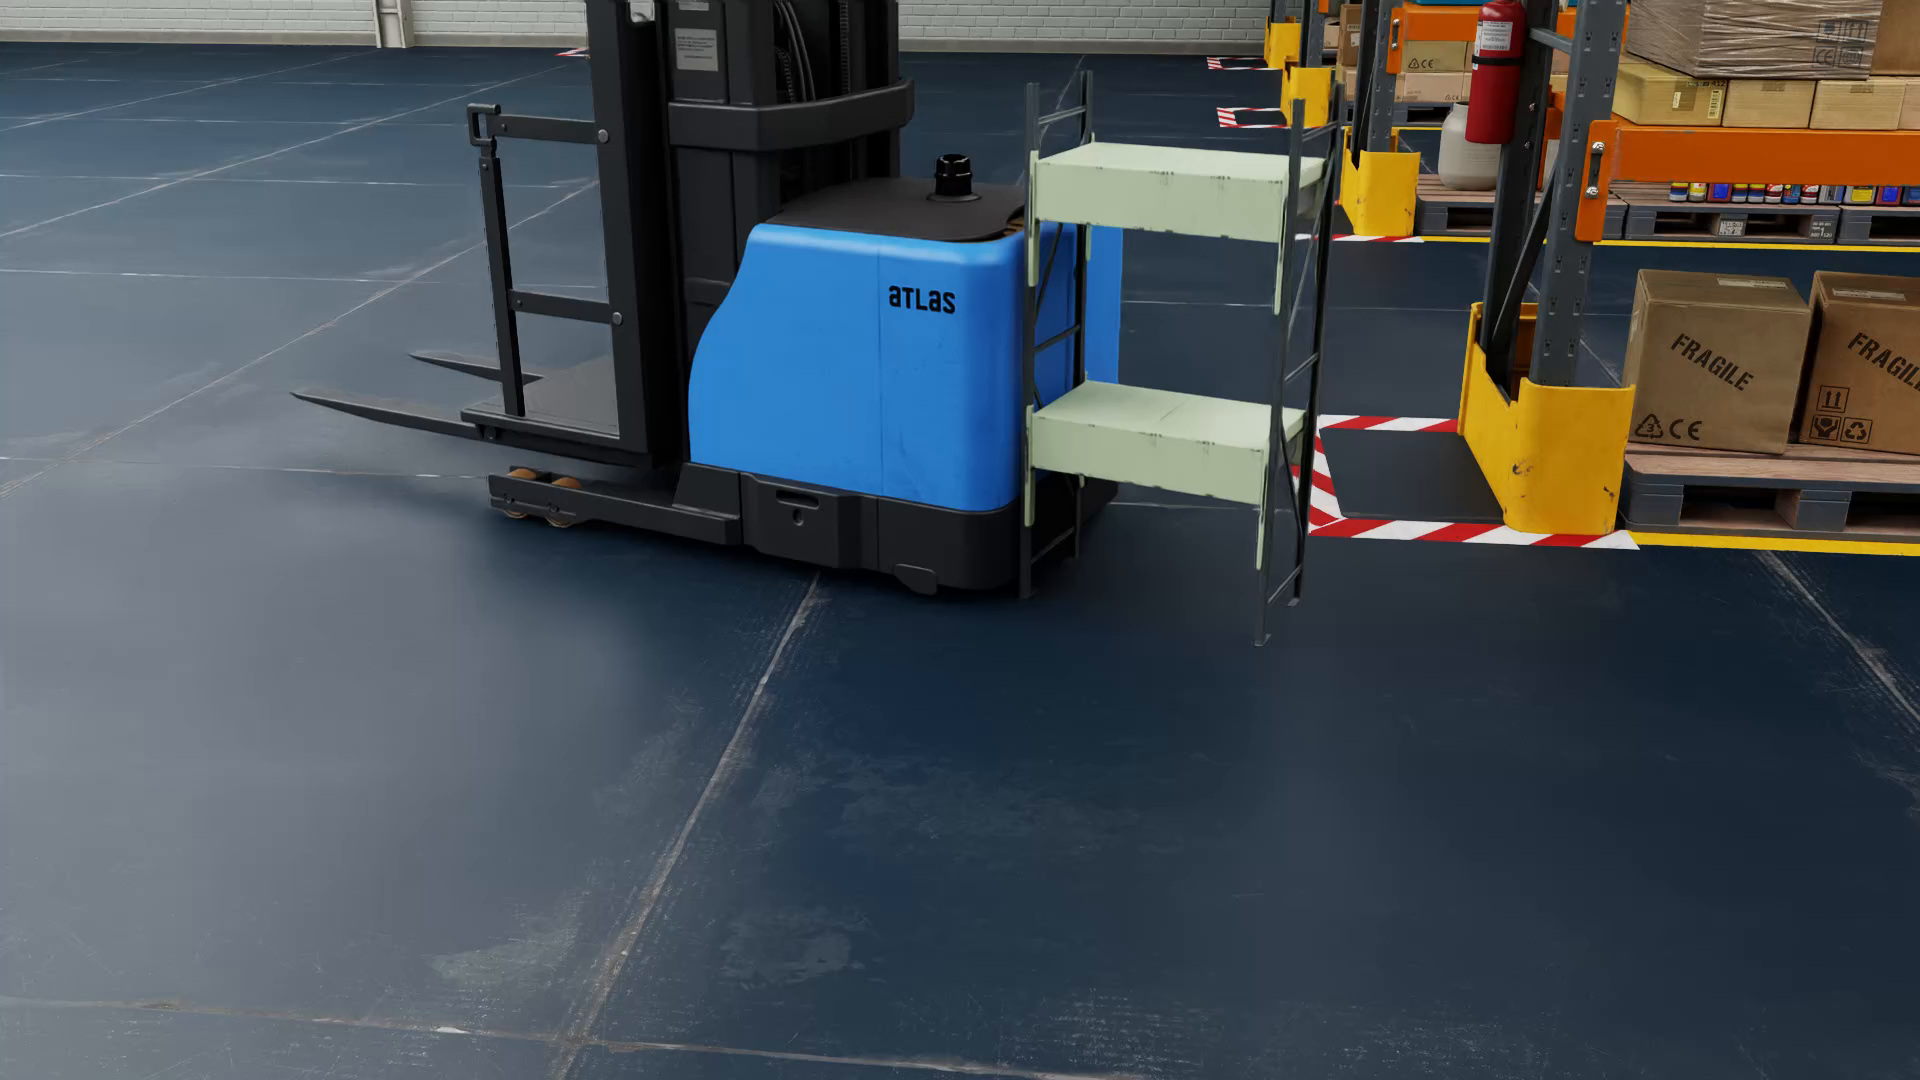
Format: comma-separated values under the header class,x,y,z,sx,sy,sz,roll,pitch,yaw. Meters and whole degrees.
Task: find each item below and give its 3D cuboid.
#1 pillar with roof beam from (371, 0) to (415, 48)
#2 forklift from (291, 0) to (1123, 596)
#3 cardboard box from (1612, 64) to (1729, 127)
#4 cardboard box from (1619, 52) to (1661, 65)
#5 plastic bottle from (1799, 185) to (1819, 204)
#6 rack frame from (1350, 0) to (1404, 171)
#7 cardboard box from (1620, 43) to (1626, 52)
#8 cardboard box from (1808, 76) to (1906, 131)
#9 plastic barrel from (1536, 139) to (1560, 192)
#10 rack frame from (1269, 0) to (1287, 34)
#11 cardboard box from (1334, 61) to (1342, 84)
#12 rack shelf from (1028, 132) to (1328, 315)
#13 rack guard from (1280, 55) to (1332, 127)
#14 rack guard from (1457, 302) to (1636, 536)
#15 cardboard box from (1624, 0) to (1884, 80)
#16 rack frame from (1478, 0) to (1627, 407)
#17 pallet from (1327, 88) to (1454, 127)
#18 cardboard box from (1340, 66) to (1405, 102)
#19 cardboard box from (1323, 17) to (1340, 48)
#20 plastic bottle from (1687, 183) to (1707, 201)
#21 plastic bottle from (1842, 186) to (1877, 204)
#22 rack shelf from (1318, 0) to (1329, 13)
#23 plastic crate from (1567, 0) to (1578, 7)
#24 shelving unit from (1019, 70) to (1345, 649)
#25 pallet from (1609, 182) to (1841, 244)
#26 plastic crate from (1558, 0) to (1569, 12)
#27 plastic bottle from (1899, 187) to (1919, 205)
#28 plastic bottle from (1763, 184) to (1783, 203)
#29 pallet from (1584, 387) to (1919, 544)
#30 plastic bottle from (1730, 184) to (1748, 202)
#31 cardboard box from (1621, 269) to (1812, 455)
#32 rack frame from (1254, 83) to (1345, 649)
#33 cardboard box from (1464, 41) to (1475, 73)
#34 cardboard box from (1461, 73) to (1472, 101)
class,x,y,z,sx,sy,sz,roll,pitch,yaw
pillar with roof beam,-7.892,-9.078,16.161,0.400,9.000,9.100,2,22,6
forklift,-1.012,-1.562,5.404,3.031,2.935,1.130,11,24,25
cardboard box,2.240,-1.413,5.276,0.250,0.149,0.380,2,22,6
cardboard box,2.293,-1.575,5.687,0.250,0.149,0.380,2,22,6
plastic bottle,5.074,-2.116,9.921,0.097,0.201,0.097,0,22,0
rack frame,2.568,-3.438,10.055,0.127,3.000,1.000,2,22,6
cardboard box,5.649,-4.325,14.447,0.500,0.500,0.500,2,22,6
cardboard box,2.733,-1.379,5.190,0.250,0.149,0.380,2,22,6
plastic barrel,3.729,-2.454,10.379,0.421,0.512,0.421,0,22,0
rack frame,3.734,-7.055,19.204,0.127,3.000,1.000,2,22,6
cardboard box,3.722,-4.247,15.272,0.500,0.250,0.500,2,22,6
rack shelf,0.603,-0.884,4.574,0.720,0.370,0.431,11,24,25
rack guard,3.131,-4.084,15.091,0.348,0.500,1.175,2,22,6
rack guard,2.061,-0.464,5.932,0.348,0.500,1.175,2,22,6
cardboard box,2.528,-1.780,5.322,0.500,0.500,0.875,2,22,6
rack frame,1.986,-1.629,5.481,0.127,3.000,1.000,2,22,6
pallet,3.919,-3.931,15.097,1.213,0.211,1.003,2,22,6
cardboard box,3.661,-4.058,14.793,0.500,0.250,0.500,2,22,6
cardboard box,4.411,-5.946,19.459,0.500,0.311,0.500,0,22,0
plastic bottle,4.435,-2.144,9.991,0.097,0.201,0.097,0,22,0
plastic bottle,5.356,-2.182,9.884,0.185,0.351,0.144,2,22,6
rack shelf,5.141,-4.825,14.542,4.000,0.370,1.077,2,22,6
plastic crate,3.745,-3.426,10.228,0.408,0.251,0.499,2,22,6
shelving unit,0.603,-0.521,4.718,0.755,1.500,0.431,11,24,25
pallet,4.664,-2.064,10.373,1.213,0.211,1.003,2,22,6
plastic crate,3.419,-3.159,9.708,0.250,0.136,0.298,2,22,6
plastic bottle,5.677,-2.168,9.849,0.185,0.351,0.144,1,22,4
plastic bottle,4.870,-2.125,9.943,0.097,0.201,0.097,0,22,0
pallet,2.864,-0.281,5.864,1.213,0.211,1.003,2,22,6
plastic bottle,4.673,-2.166,9.952,0.097,0.271,0.097,0,22,0
cardboard box,2.604,-0.629,5.780,0.500,0.500,0.500,7,23,16
rack frame,0.928,-0.459,4.561,0.023,1.500,0.400,11,24,25
cardboard box,4.656,-4.369,14.560,0.500,0.500,0.500,2,22,6
cardboard box,4.655,-4.016,14.687,0.500,0.250,0.500,2,22,6
